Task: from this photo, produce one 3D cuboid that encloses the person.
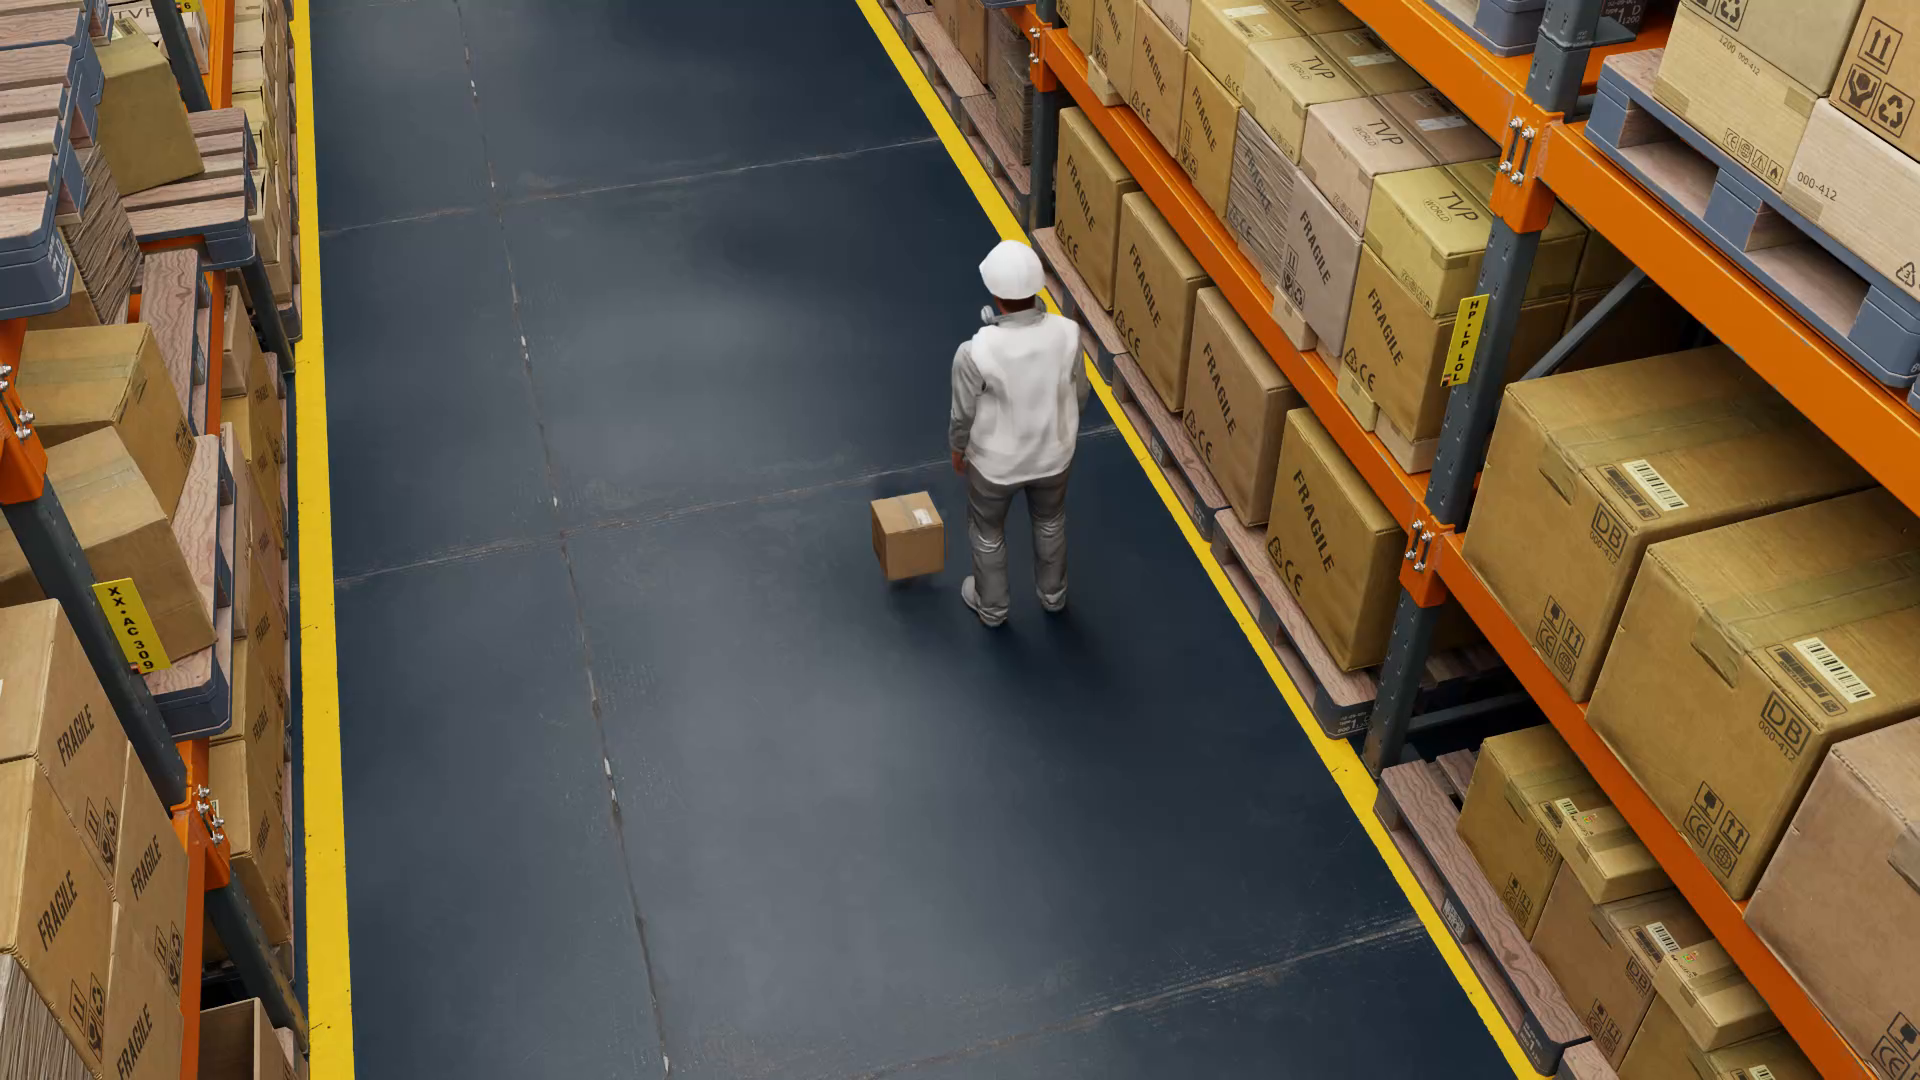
[{"bbox_3d":[0.225,-0.372,6.555,0.566,1.771,0.447,-12,43,-13],"label":"person"}]
